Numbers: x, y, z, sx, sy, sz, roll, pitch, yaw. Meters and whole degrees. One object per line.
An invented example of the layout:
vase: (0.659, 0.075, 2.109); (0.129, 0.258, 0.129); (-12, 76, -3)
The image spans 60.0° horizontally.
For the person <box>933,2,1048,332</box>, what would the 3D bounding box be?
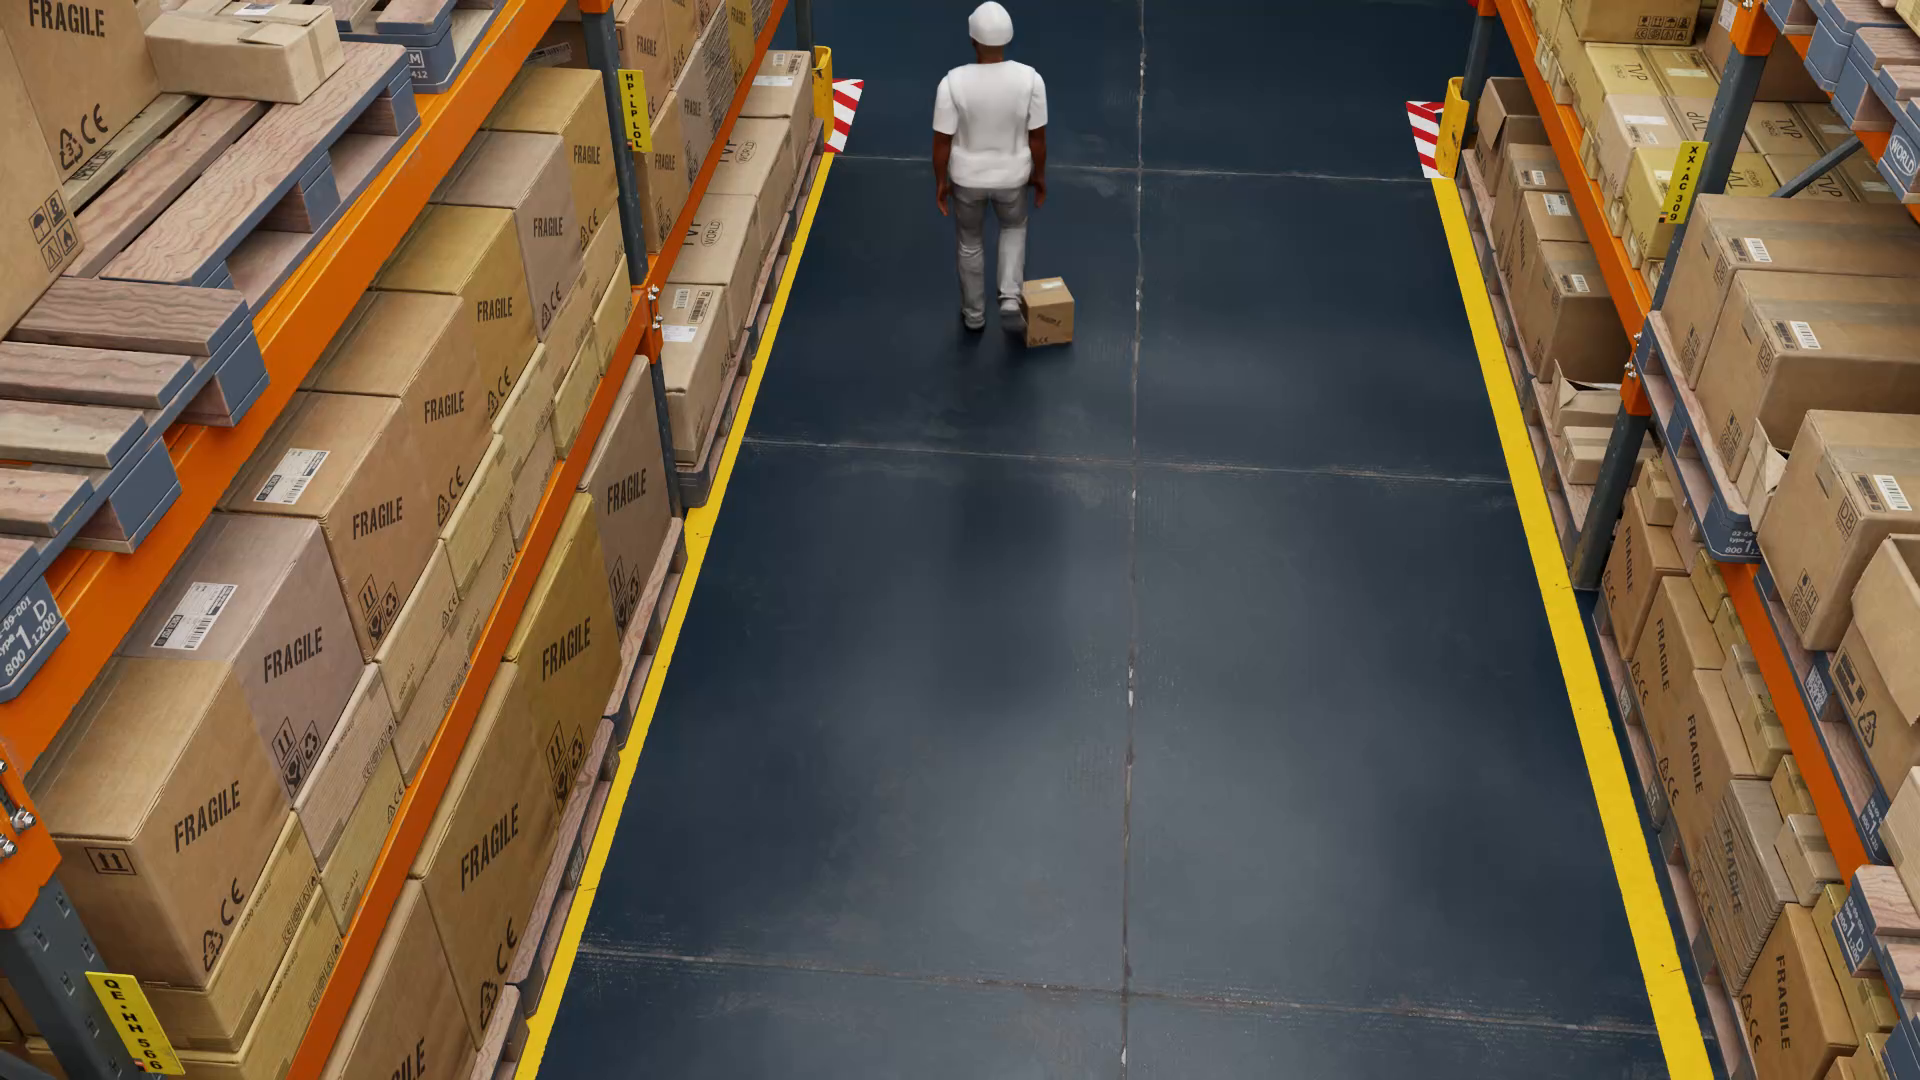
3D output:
person: (0.149, -1.805, 8.259); (0.571, 1.754, 0.563); (-3, 40, -3)
